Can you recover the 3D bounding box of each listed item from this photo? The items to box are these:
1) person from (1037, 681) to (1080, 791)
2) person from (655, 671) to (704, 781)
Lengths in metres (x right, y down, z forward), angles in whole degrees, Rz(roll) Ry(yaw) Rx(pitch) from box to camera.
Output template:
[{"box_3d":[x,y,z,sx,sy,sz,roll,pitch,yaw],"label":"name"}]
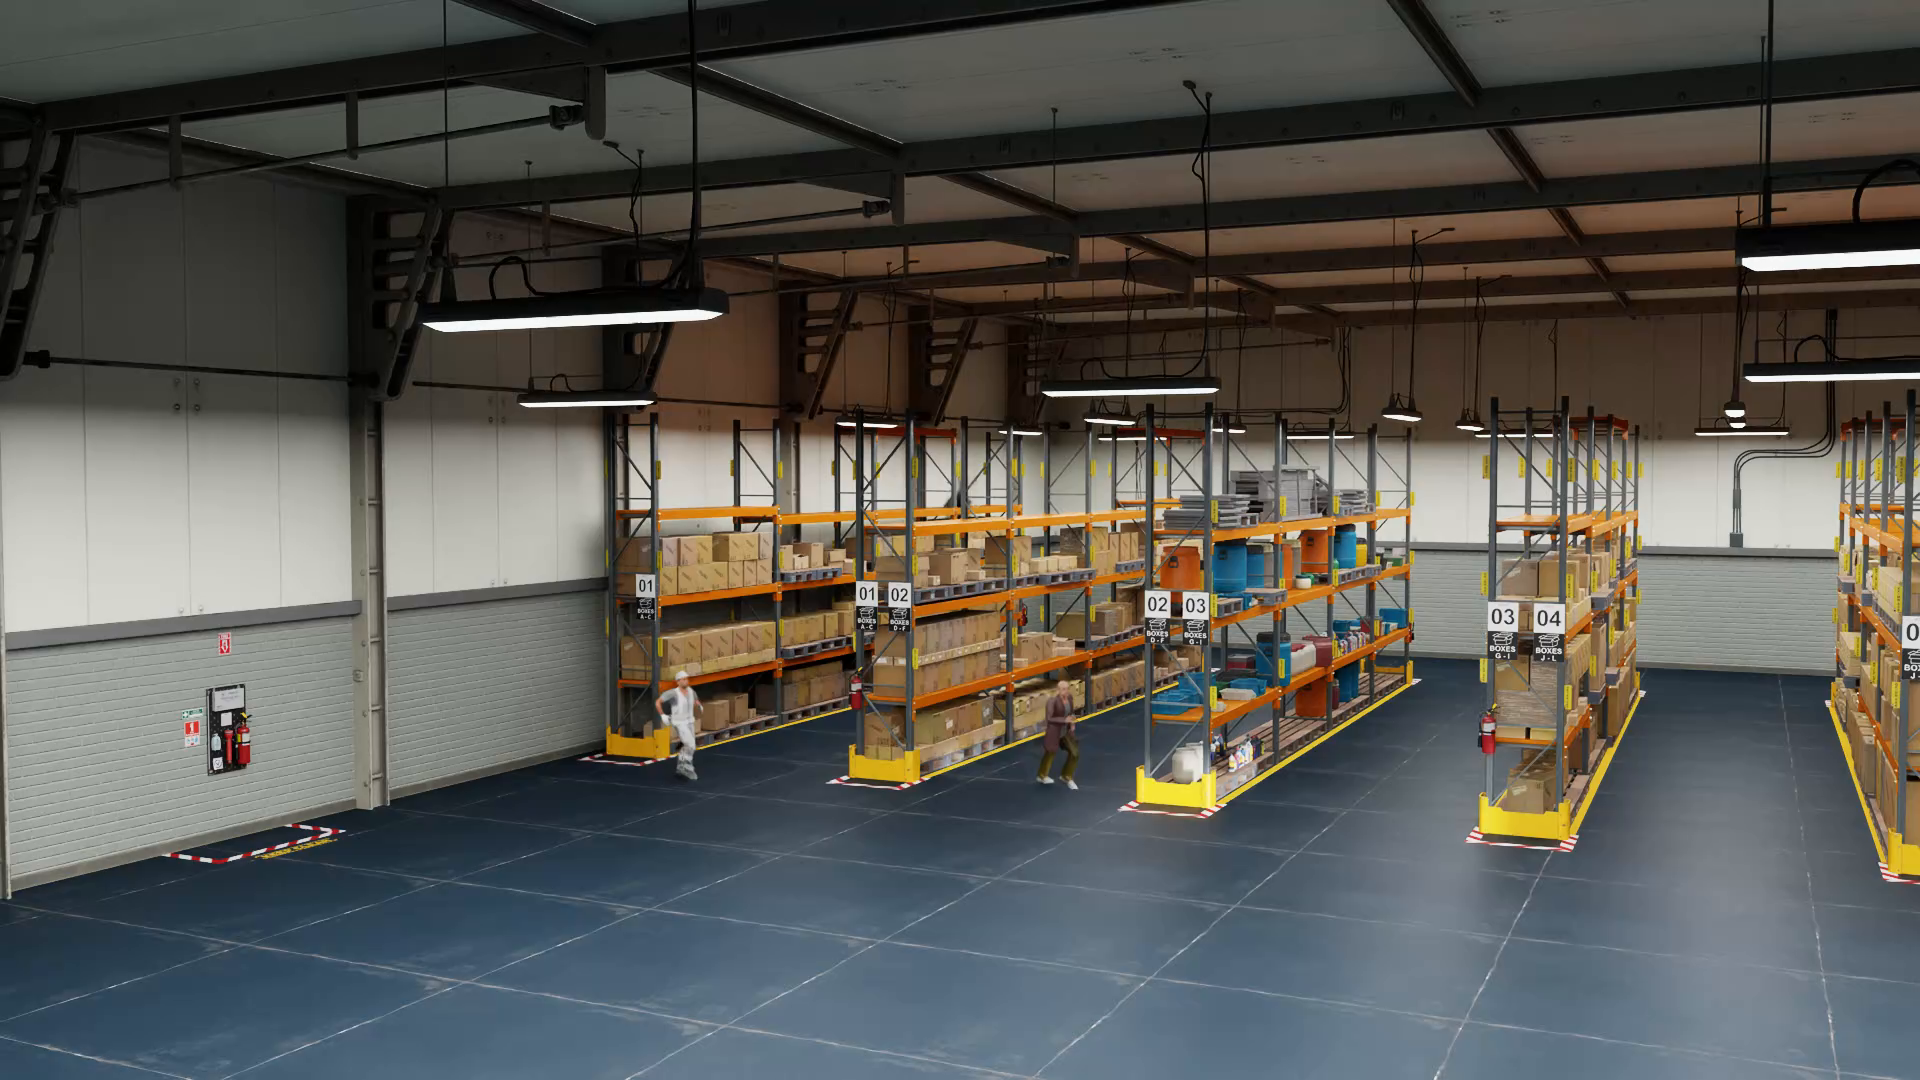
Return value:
[{"box_3d":[1.558,3.048,26.015,0.705,1.738,1.058,-1,3,-30],"label":"person"},{"box_3d":[-4.479,2.994,26.753,0.674,1.794,0.786,2,3,38],"label":"person"}]
